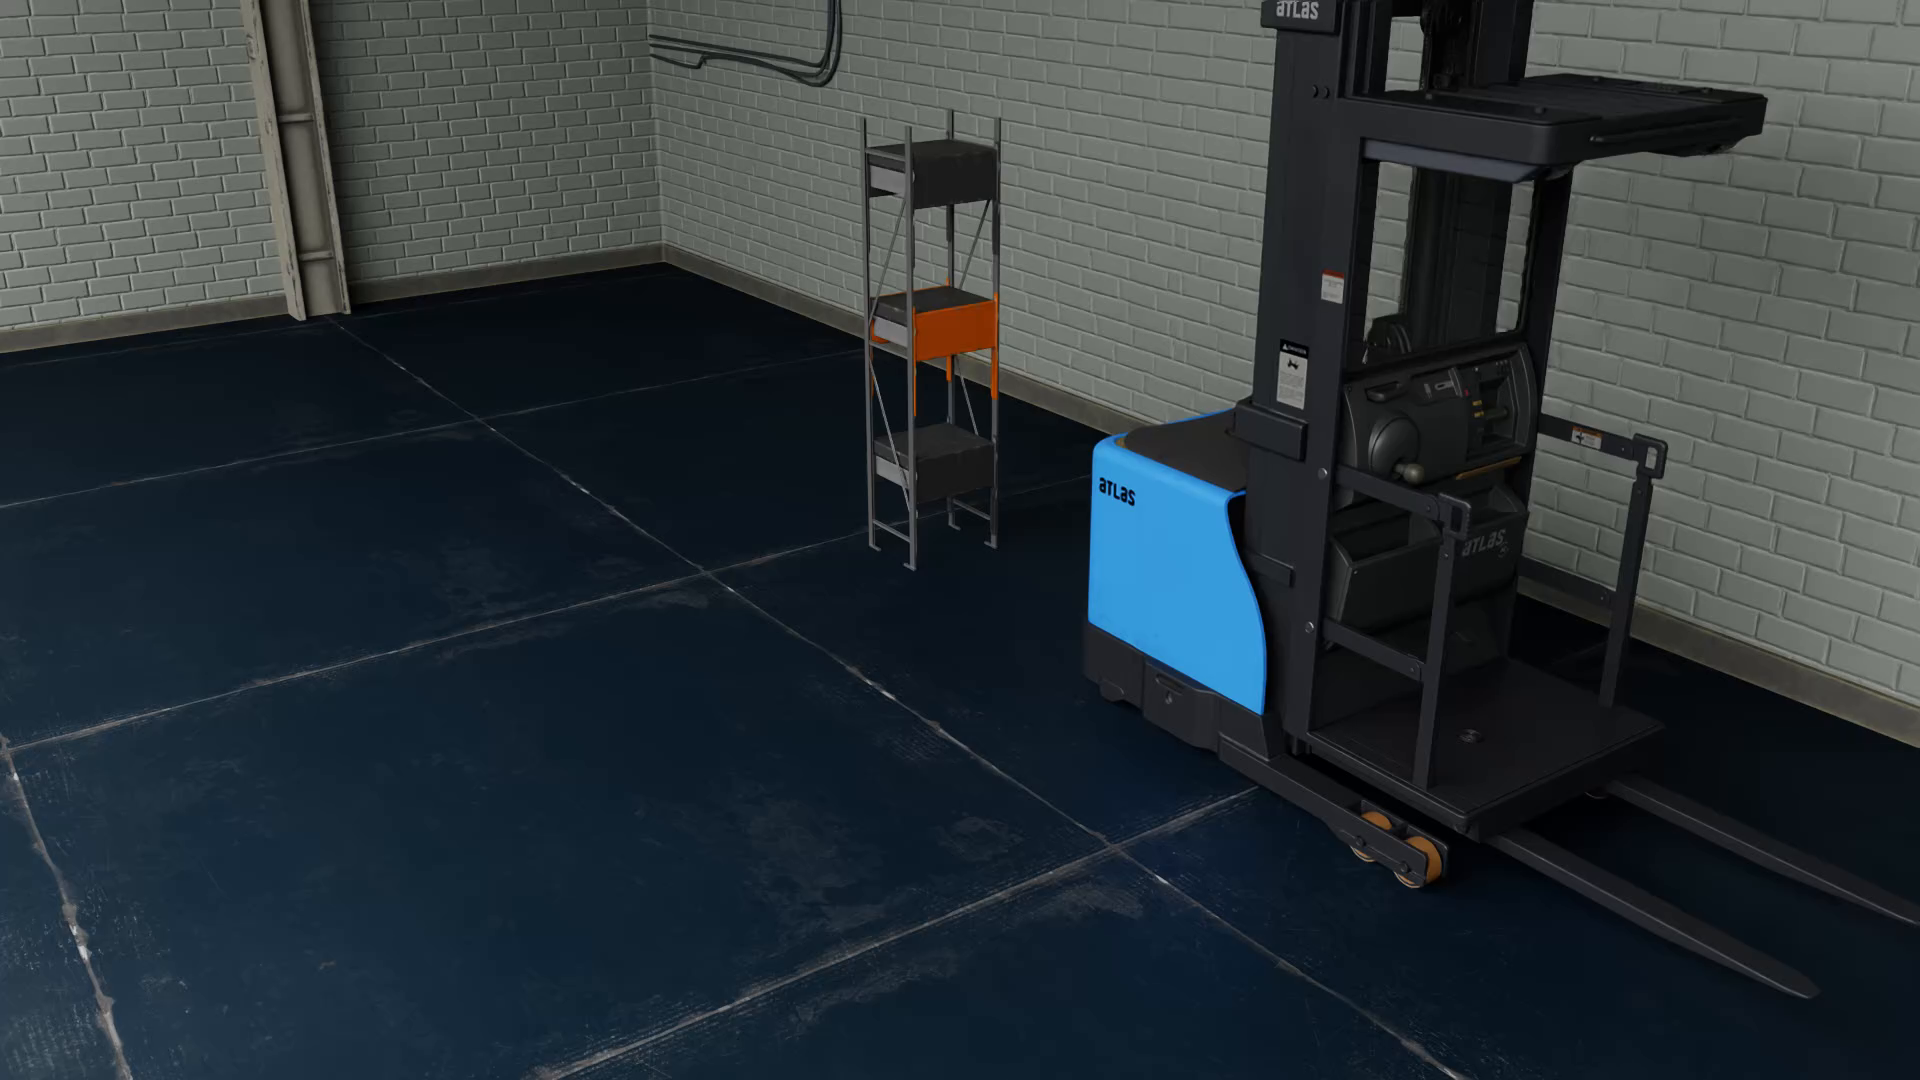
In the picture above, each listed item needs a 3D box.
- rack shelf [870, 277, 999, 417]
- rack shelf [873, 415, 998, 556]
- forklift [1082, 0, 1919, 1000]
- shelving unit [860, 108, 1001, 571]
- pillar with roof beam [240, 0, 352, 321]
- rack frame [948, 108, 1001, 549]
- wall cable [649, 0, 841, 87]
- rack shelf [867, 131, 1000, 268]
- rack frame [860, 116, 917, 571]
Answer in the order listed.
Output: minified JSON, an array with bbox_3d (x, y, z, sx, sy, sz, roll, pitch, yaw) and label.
[{"bbox_3d":[-0.134,-0.927,7.922,0.480,0.518,0.431,-15,26,-33],"label":"rack shelf"},{"bbox_3d":[-0.134,-0.277,8.182,0.480,0.518,0.431,-15,26,-33],"label":"rack shelf"},{"bbox_3d":[1.759,-0.413,5.476,1.130,2.935,3.031,-15,26,-32],"label":"forklift"},{"bbox_3d":[-0.134,-0.939,7.917,0.503,2.100,0.431,-15,26,-33],"label":"shelving unit"},{"bbox_3d":[-2.399,-4.627,7.850,0.400,9.000,9.100,-15,26,-33],"label":"pillar with roof beam"},{"bbox_3d":[0.064,-0.992,8.050,0.015,2.100,0.400,-15,26,-33],"label":"rack frame"},{"bbox_3d":[-1.750,-4.720,12.272,0.112,2.526,3.097,-15,26,-33],"label":"wall cable"},{"bbox_3d":[-0.134,-1.577,7.663,0.480,0.518,0.431,-15,26,-33],"label":"rack shelf"},{"bbox_3d":[-0.332,-0.887,7.785,0.015,2.100,0.400,-15,26,-33],"label":"rack frame"}]
